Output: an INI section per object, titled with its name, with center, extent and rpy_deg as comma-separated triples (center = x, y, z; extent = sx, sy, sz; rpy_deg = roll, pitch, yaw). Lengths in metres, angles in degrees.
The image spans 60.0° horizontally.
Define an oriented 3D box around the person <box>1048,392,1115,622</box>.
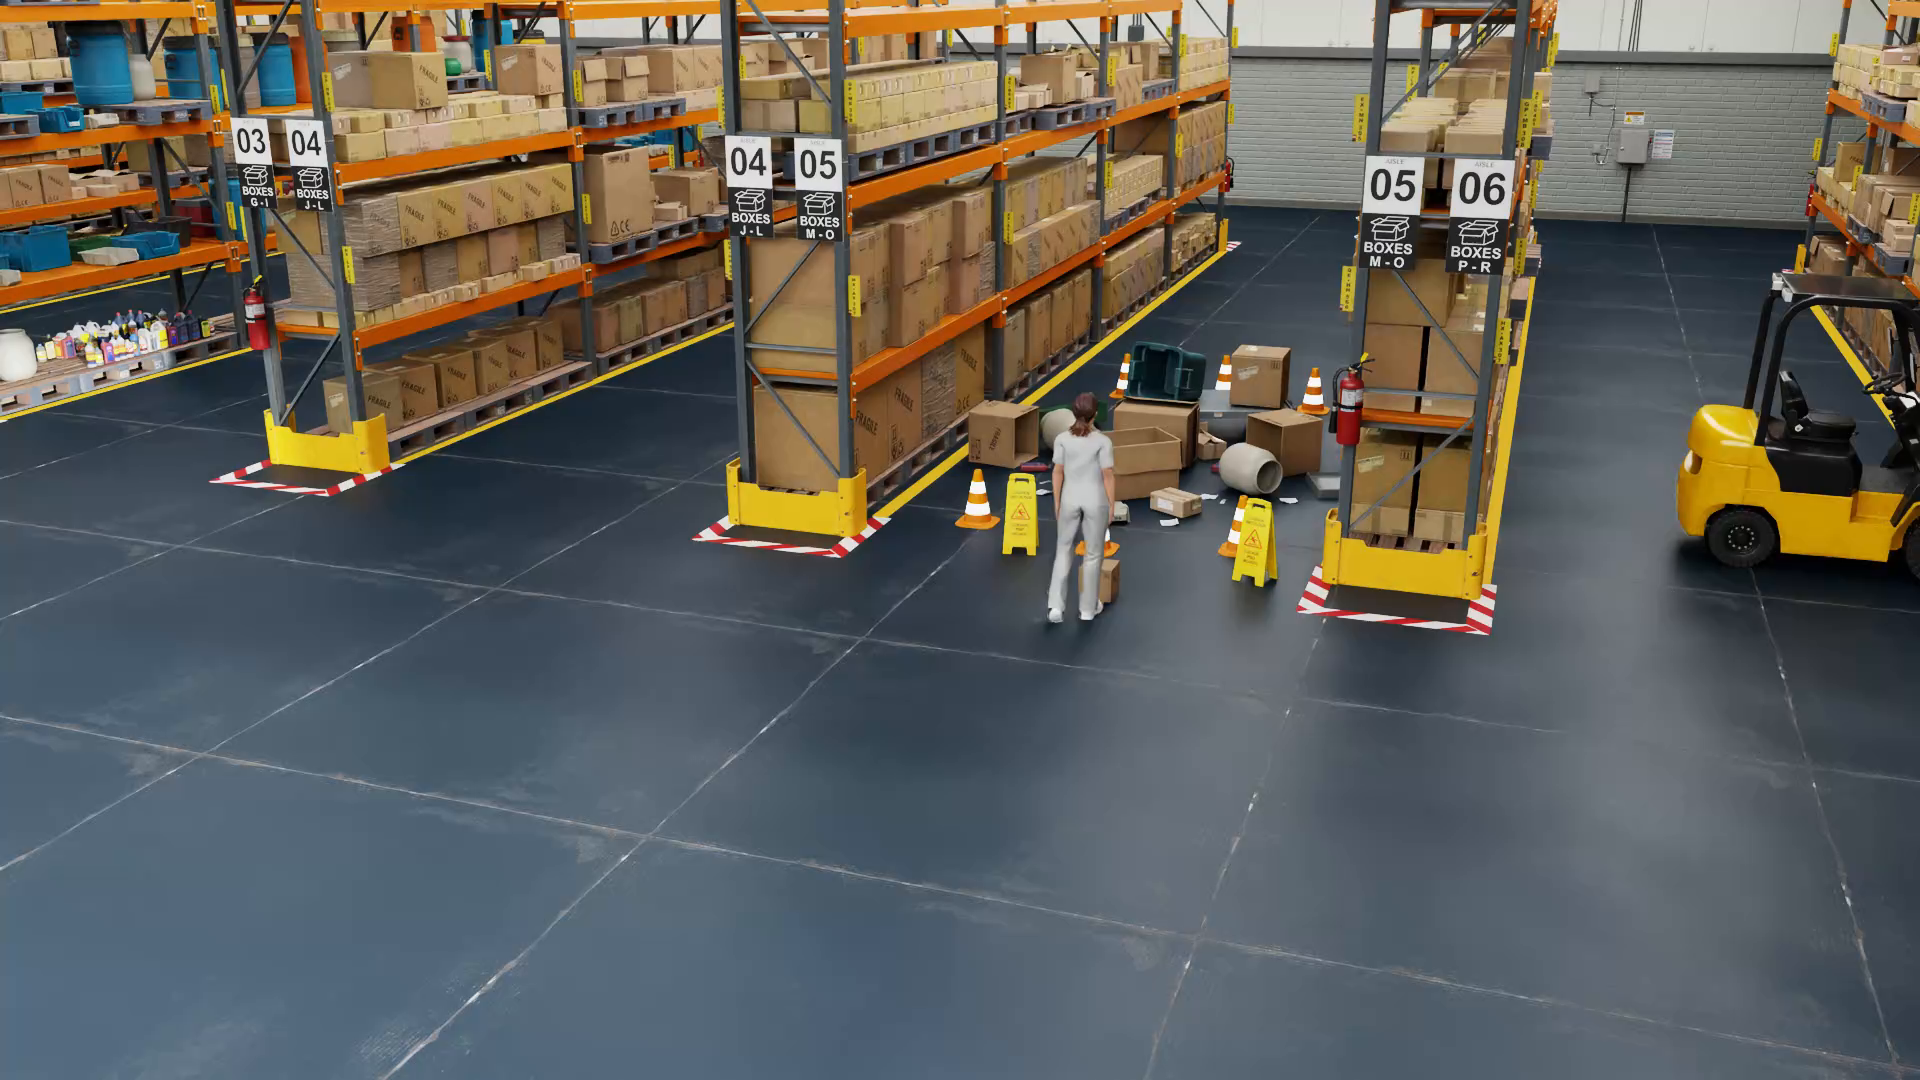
[person]
center = 0.876, -0.195, 11.766
extent = 0.446, 1.750, 0.467
rpy_deg = 7, 20, 19
